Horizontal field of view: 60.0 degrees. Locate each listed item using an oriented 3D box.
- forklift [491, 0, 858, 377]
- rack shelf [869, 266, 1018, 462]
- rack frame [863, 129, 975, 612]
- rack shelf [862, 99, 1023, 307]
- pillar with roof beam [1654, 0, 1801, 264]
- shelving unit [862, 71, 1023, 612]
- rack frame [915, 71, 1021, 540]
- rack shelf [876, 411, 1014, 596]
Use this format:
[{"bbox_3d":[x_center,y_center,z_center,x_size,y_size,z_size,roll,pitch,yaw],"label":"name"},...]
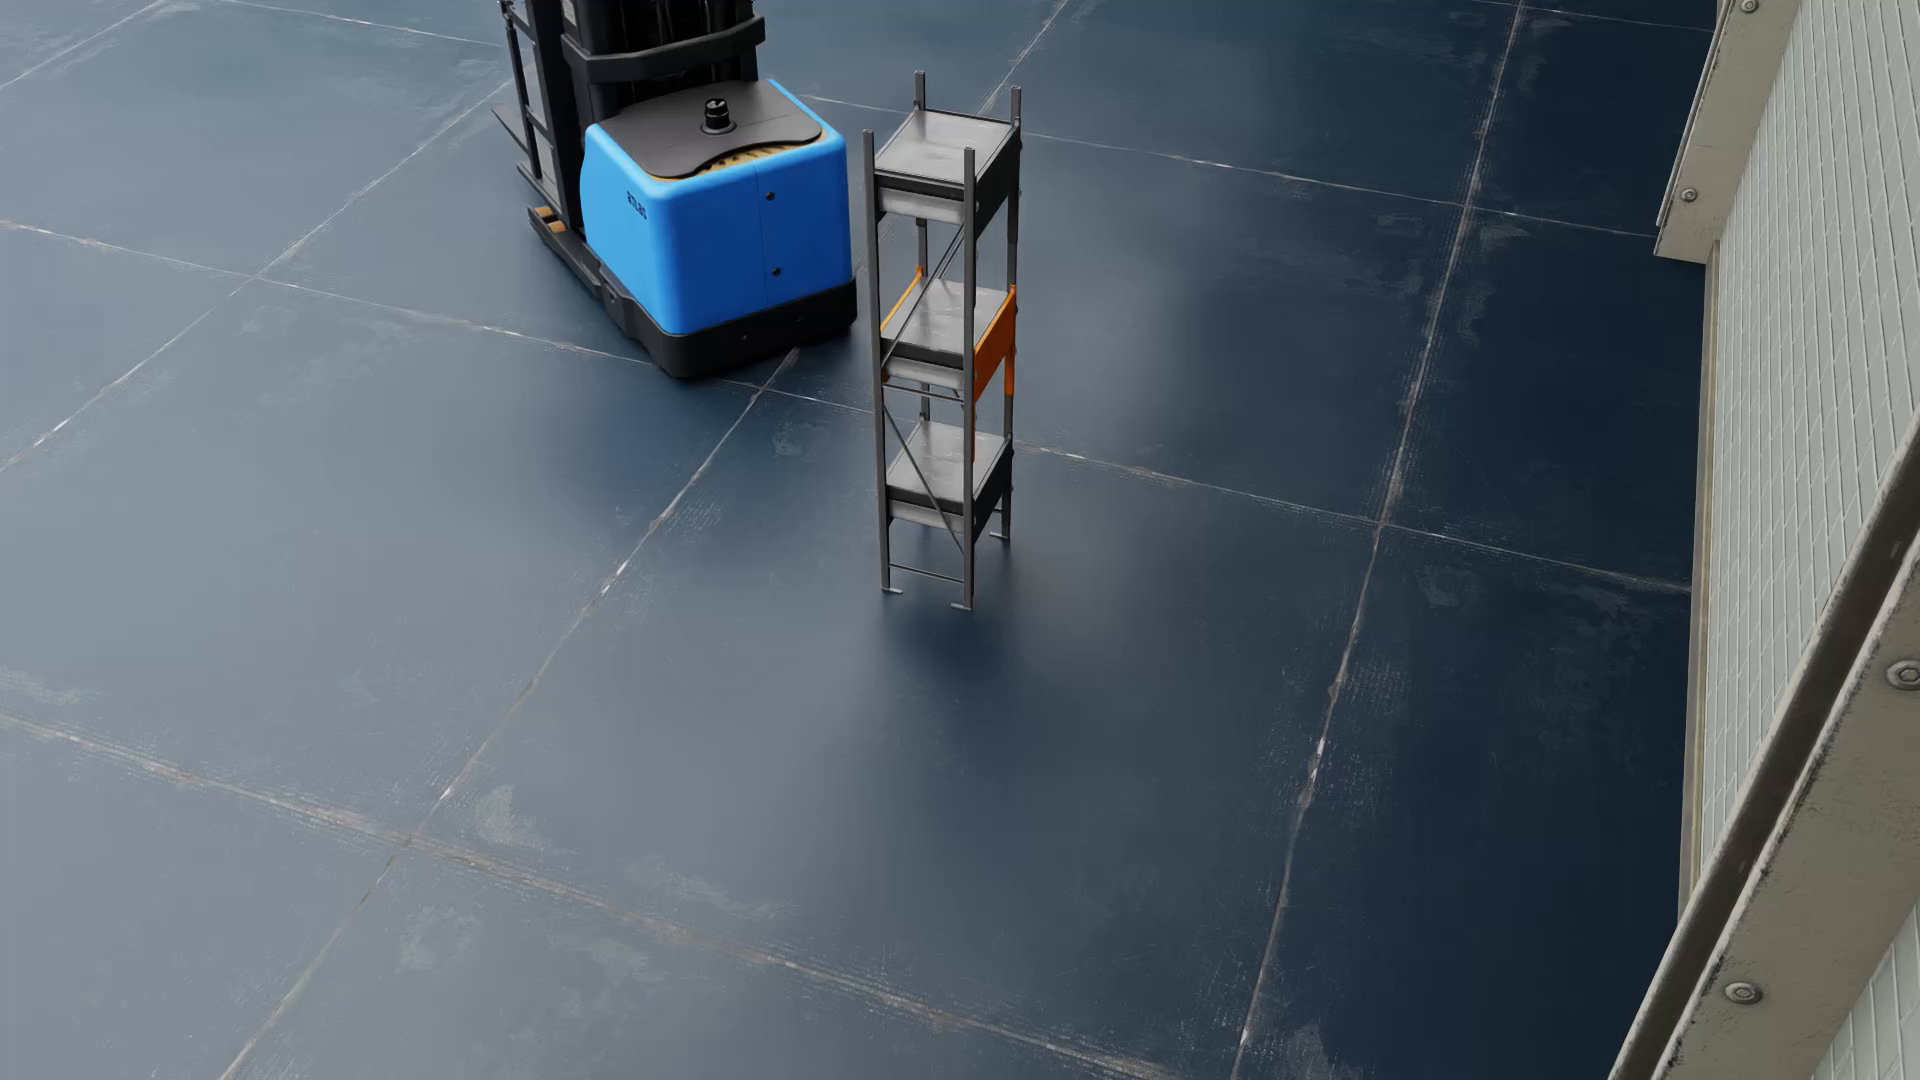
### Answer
[{"bbox_3d":[-1.727,-2.836,8.315,1.130,2.935,3.031,-22,45,-24],"label":"forklift"},{"bbox_3d":[-0.057,-0.687,6.459,0.431,0.518,0.480,13,42,15],"label":"rack shelf"},{"bbox_3d":[-0.140,-0.549,6.276,0.400,2.100,0.015,13,42,15],"label":"rack frame"},{"bbox_3d":[-0.057,-1.220,6.005,0.431,0.518,0.480,13,42,15],"label":"rack shelf"},{"bbox_3d":[-0.049,-6.019,7.372,9.100,9.000,0.400,13,42,15],"label":"pillar with roof beam"},{"bbox_3d":[-0.057,-0.698,6.450,0.431,2.100,0.503,13,42,15],"label":"shelving unit"},{"bbox_3d":[0.027,-0.847,6.625,0.400,2.100,0.015,13,42,15],"label":"rack frame"},{"bbox_3d":[-0.057,-0.155,6.913,0.431,0.518,0.480,13,42,15],"label":"rack shelf"}]
